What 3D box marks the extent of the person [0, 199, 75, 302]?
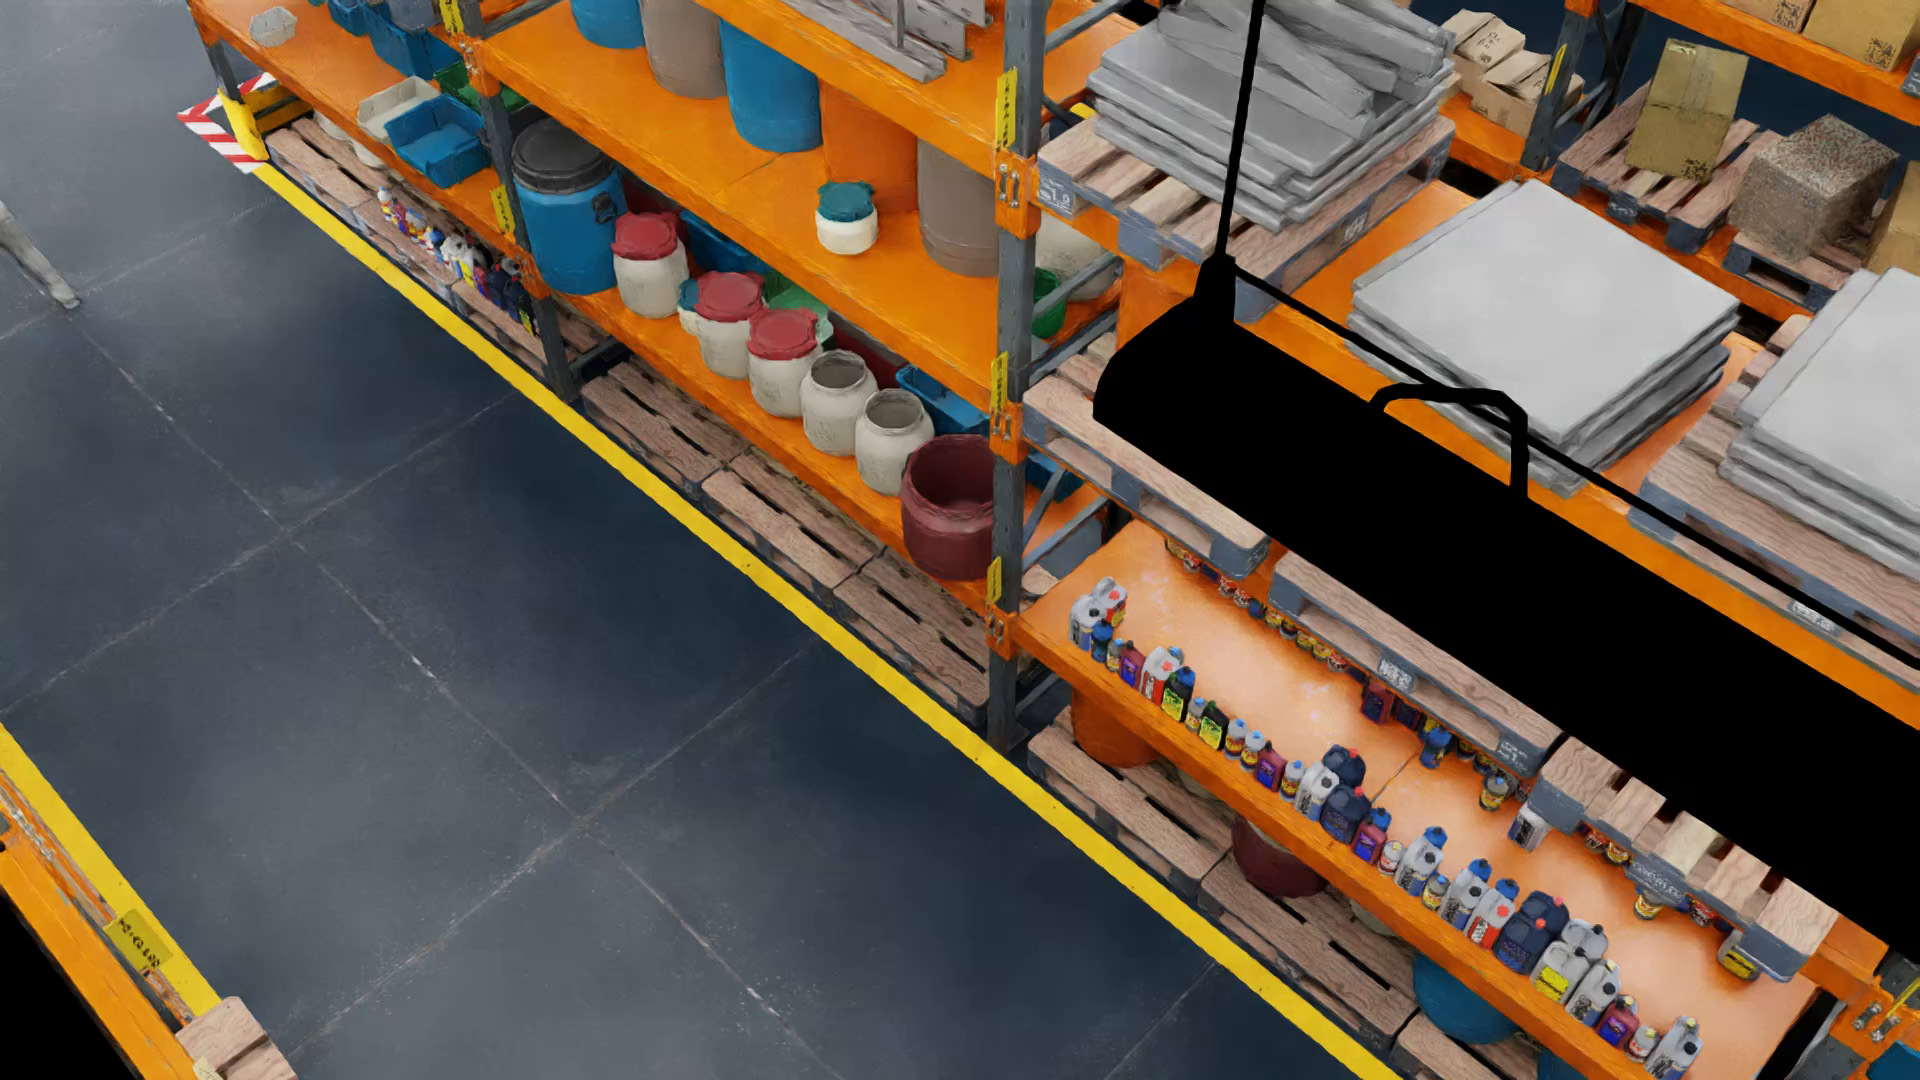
[{"bbox_3d":[-6.652,-2.195,11.150,0.803,1.517,0.589,21,53,17],"label":"person"}]
